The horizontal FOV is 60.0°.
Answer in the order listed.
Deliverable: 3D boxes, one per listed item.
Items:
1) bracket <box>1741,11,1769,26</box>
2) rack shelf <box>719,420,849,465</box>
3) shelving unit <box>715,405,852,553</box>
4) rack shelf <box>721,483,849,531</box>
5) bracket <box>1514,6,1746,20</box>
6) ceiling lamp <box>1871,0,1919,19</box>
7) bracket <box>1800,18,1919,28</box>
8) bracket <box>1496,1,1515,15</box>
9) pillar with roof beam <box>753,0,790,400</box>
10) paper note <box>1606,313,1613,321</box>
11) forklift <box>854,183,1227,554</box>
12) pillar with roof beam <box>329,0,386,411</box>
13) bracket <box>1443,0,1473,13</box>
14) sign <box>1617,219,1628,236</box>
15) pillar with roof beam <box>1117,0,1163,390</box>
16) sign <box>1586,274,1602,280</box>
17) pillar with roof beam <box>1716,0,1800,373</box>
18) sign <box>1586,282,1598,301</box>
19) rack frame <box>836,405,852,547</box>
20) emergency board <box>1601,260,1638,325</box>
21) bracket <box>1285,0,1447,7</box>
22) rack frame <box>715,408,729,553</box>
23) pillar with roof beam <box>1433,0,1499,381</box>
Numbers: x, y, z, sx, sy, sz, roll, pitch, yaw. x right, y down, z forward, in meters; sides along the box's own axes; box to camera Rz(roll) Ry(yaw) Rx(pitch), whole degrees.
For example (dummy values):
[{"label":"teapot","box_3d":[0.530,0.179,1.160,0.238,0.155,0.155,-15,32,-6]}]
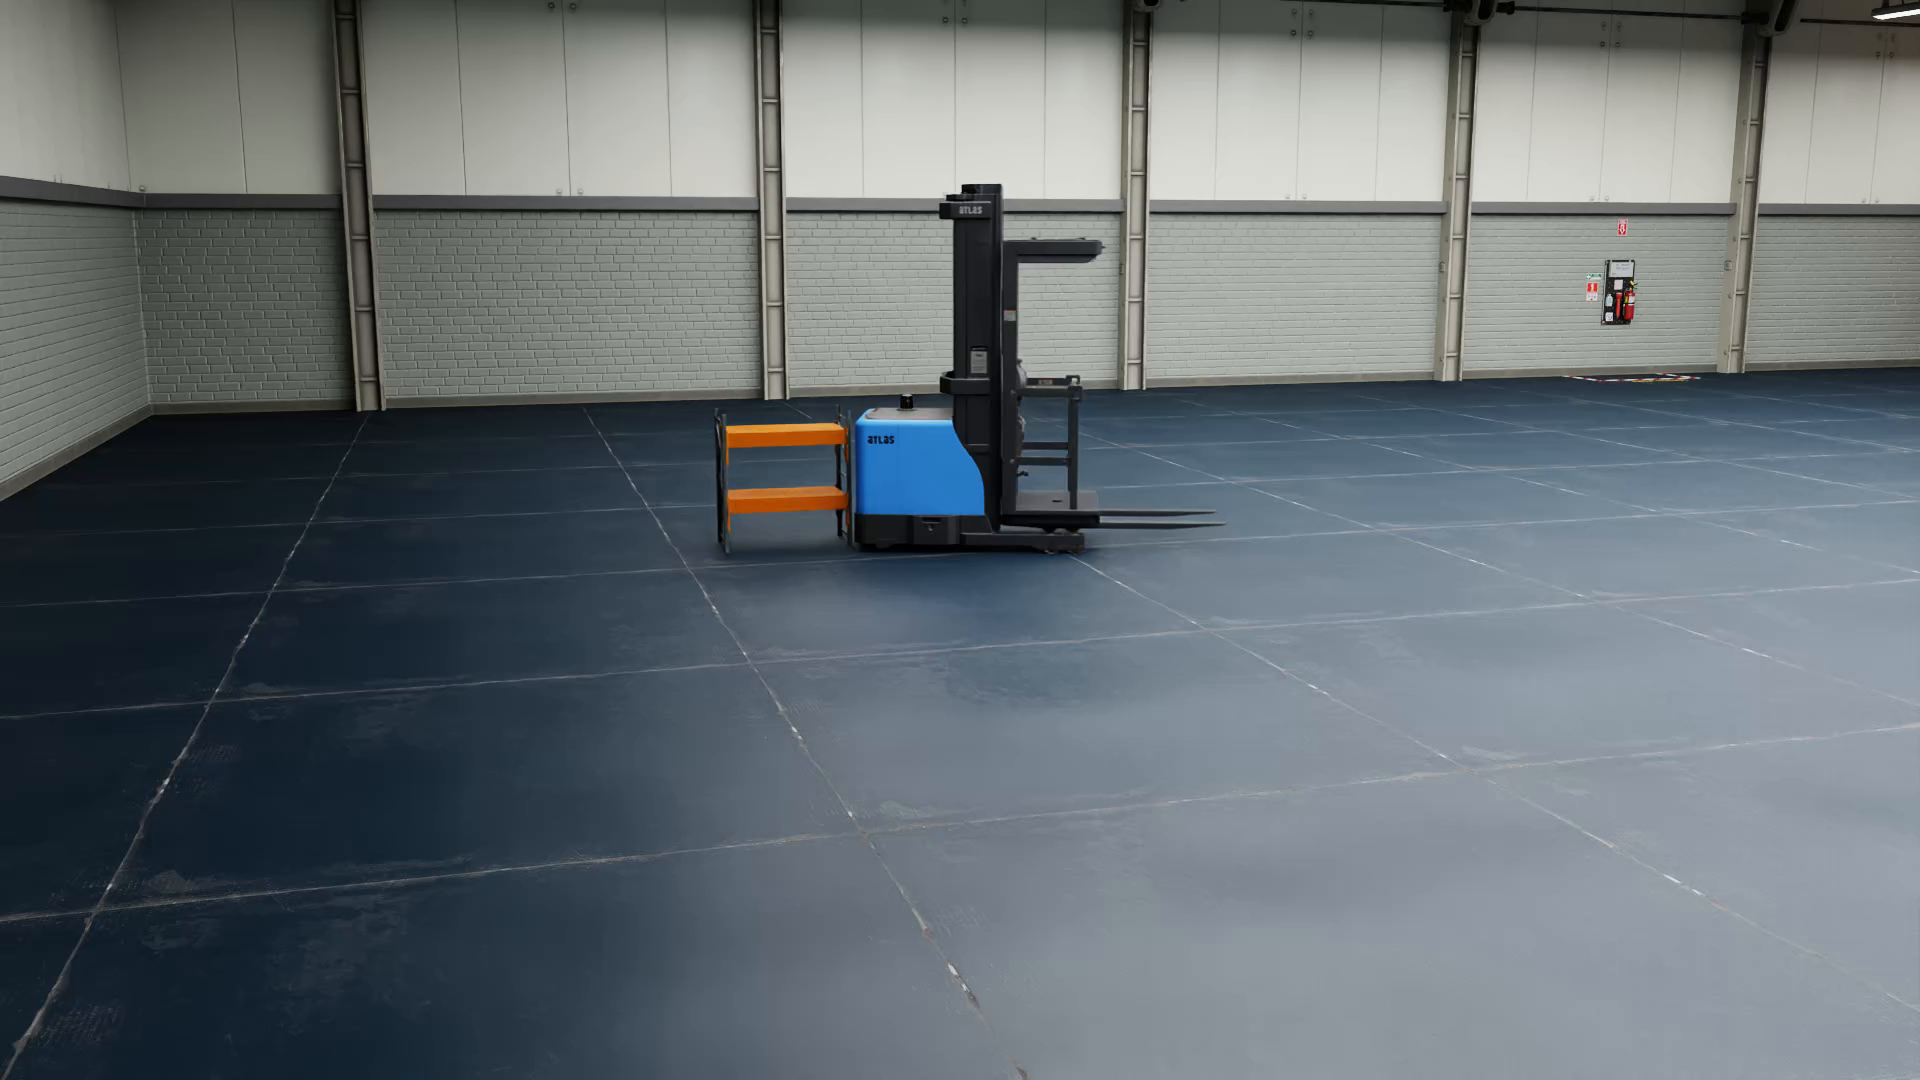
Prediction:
[{"label":"bracket","box_3d":[14.084,-9.246,29.474,0.430,0.232,0.235,-3,11,-16]},{"label":"rack shelf","box_3d":[-1.461,-0.805,13.695,1.000,0.278,0.538,-3,11,-15]},{"label":"shelving unit","box_3d":[-1.461,-0.517,13.748,1.048,1.125,0.538,-3,11,-15]},{"label":"rack shelf","box_3d":[-1.461,-0.277,13.792,1.000,0.278,0.538,-3,11,-15]},{"label":"bracket","box_3d":[11.594,-9.115,28.761,4.783,0.066,0.076,-3,11,-16]},{"label":"ceiling lamp","box_3d":[14.353,-9.492,24.631,0.800,3.185,2.000,-3,11,-16]},{"label":"bracket","box_3d":[17.355,-9.418,30.410,4.783,0.066,0.076,-3,11,-16]},{"label":"bracket","box_3d":[9.120,-8.984,28.052,0.430,0.232,0.235,-3,11,-16]},{"label":"pillar with roof beam","box_3d":[-1.696,-5.899,21.236,0.400,9.000,9.100,-3,11,-16]},{"label":"paper note","box_3d":[11.811,-4.059,30.245,0.142,0.148,0.016,-3,11,-16]},{"label":"forklift","box_3d":[0.674,-1.425,13.690,3.031,2.935,1.130,1,10,3]},{"label":"pillar with roof beam","box_3d":[-7.457,-5.596,19.586,0.400,9.000,9.100,-3,11,-16]},{"label":"bracket","box_3d":[8.323,-8.942,27.824,0.430,0.232,0.235,-3,11,-16]},{"label":"sign","box_3d":[11.964,-5.647,30.031,0.199,0.298,0.001,-3,11,-16]},{"label":"pillar with roof beam","box_3d":[4.065,-6.203,22.885,0.548,9.000,9.100,-3,11,-16]},{"label":"sign","box_3d":[11.447,-4.756,30.036,0.331,0.109,0.001,-3,11,-16]},{"label":"pillar with roof beam","box_3d":[15.586,-6.810,26.184,0.548,9.000,9.100,-3,11,-16]},{"label":"sign","box_3d":[11.440,-4.497,30.091,0.234,0.329,0.001,-3,11,-16]},{"label":"rack frame","box_3d":[-0.969,-0.540,13.875,0.032,1.125,0.500,-3,11,-15]},{"label":"emergency board","box_3d":[12.000,-4.490,30.149,0.643,1.169,0.194,-3,11,-16]},{"label":"bracket","box_3d":[5.833,-8.811,27.111,4.783,0.066,0.076,-3,11,-16]},{"label":"rack frame","box_3d":[-1.952,-0.494,13.621,0.032,1.125,0.500,-3,11,-15]},{"label":"pillar with roof beam","box_3d":[9.826,-6.506,24.534,0.548,9.000,9.100,-3,11,-16]}]
